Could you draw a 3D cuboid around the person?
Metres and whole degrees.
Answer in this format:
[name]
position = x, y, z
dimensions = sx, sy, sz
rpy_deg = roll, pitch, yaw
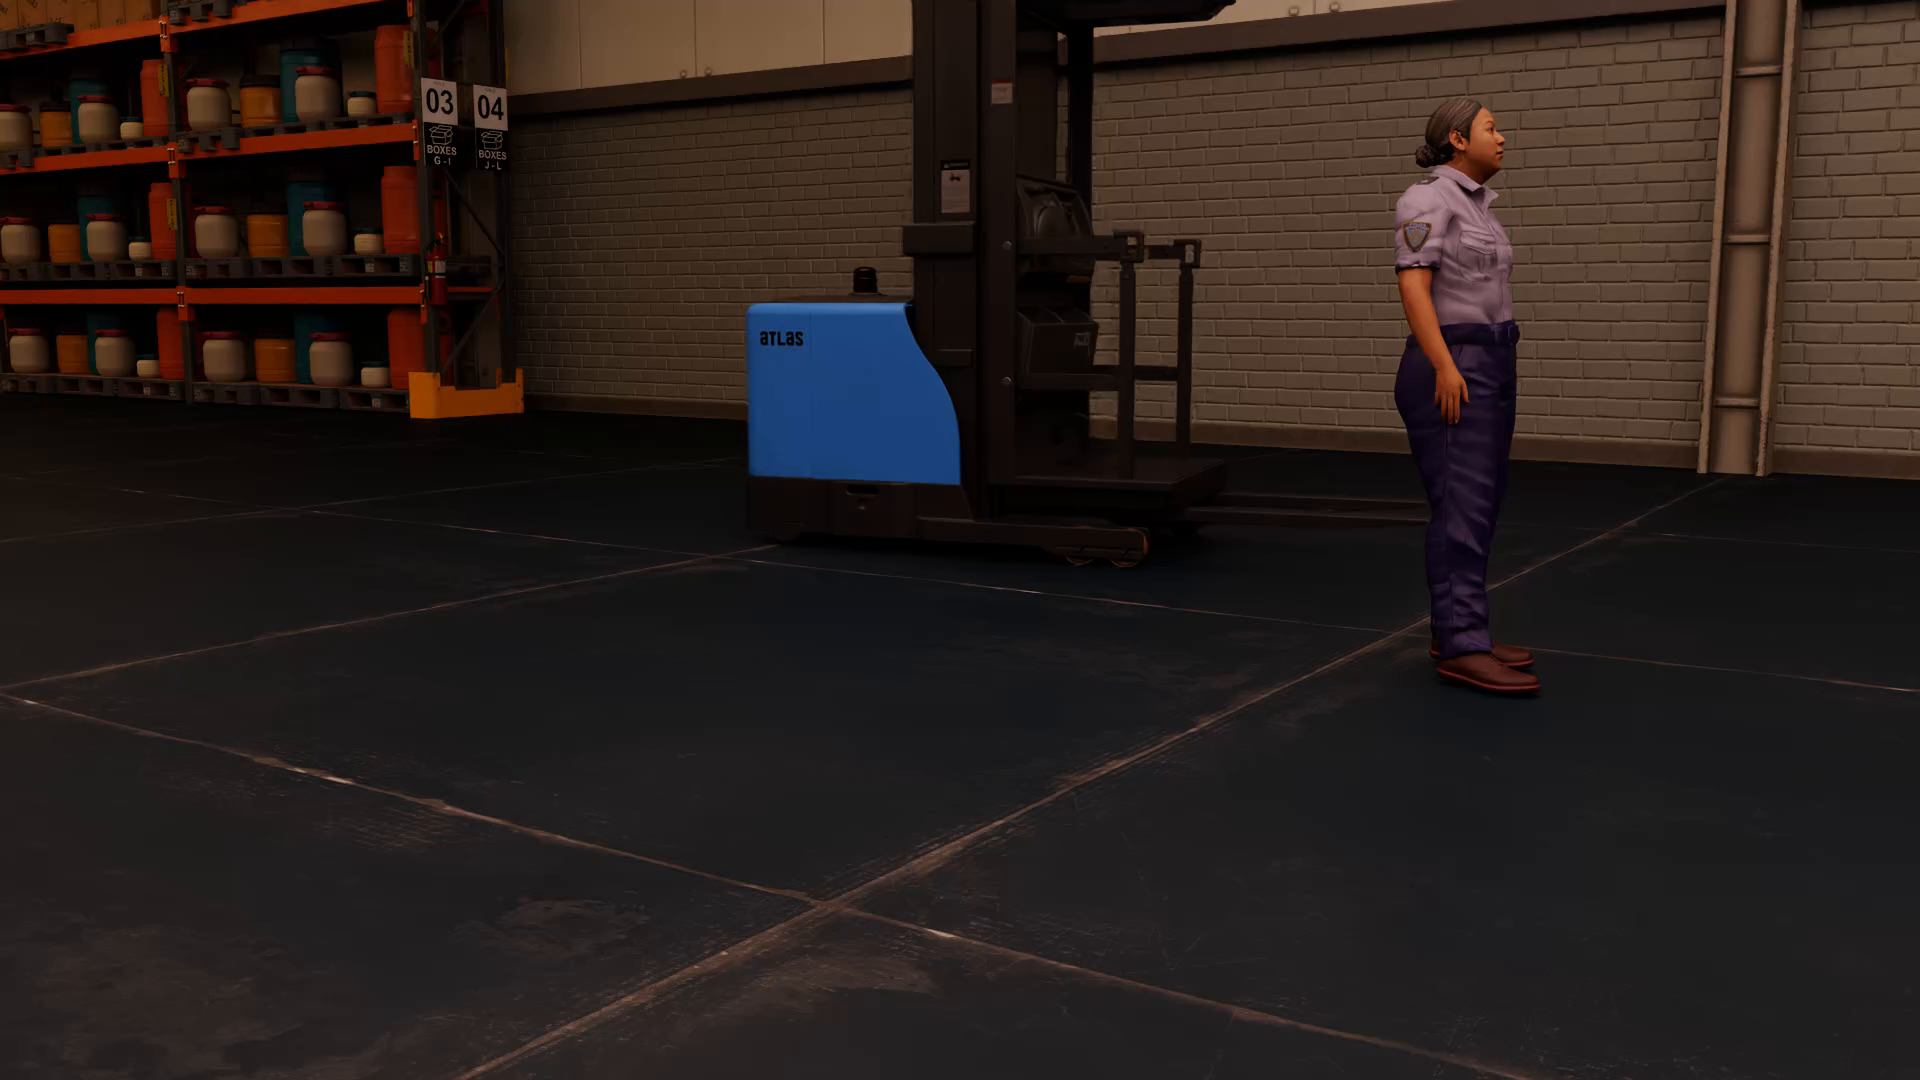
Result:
[person]
position = 1.520, -0.439, 4.780
dimensions = 0.502, 1.651, 0.597
rpy_deg = 6, 10, 34

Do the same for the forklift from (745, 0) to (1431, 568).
[forklift]
position = 0.605, -1.421, 7.183
dimensions = 3.031, 2.935, 1.130
rpy_deg = 3, 9, 21
